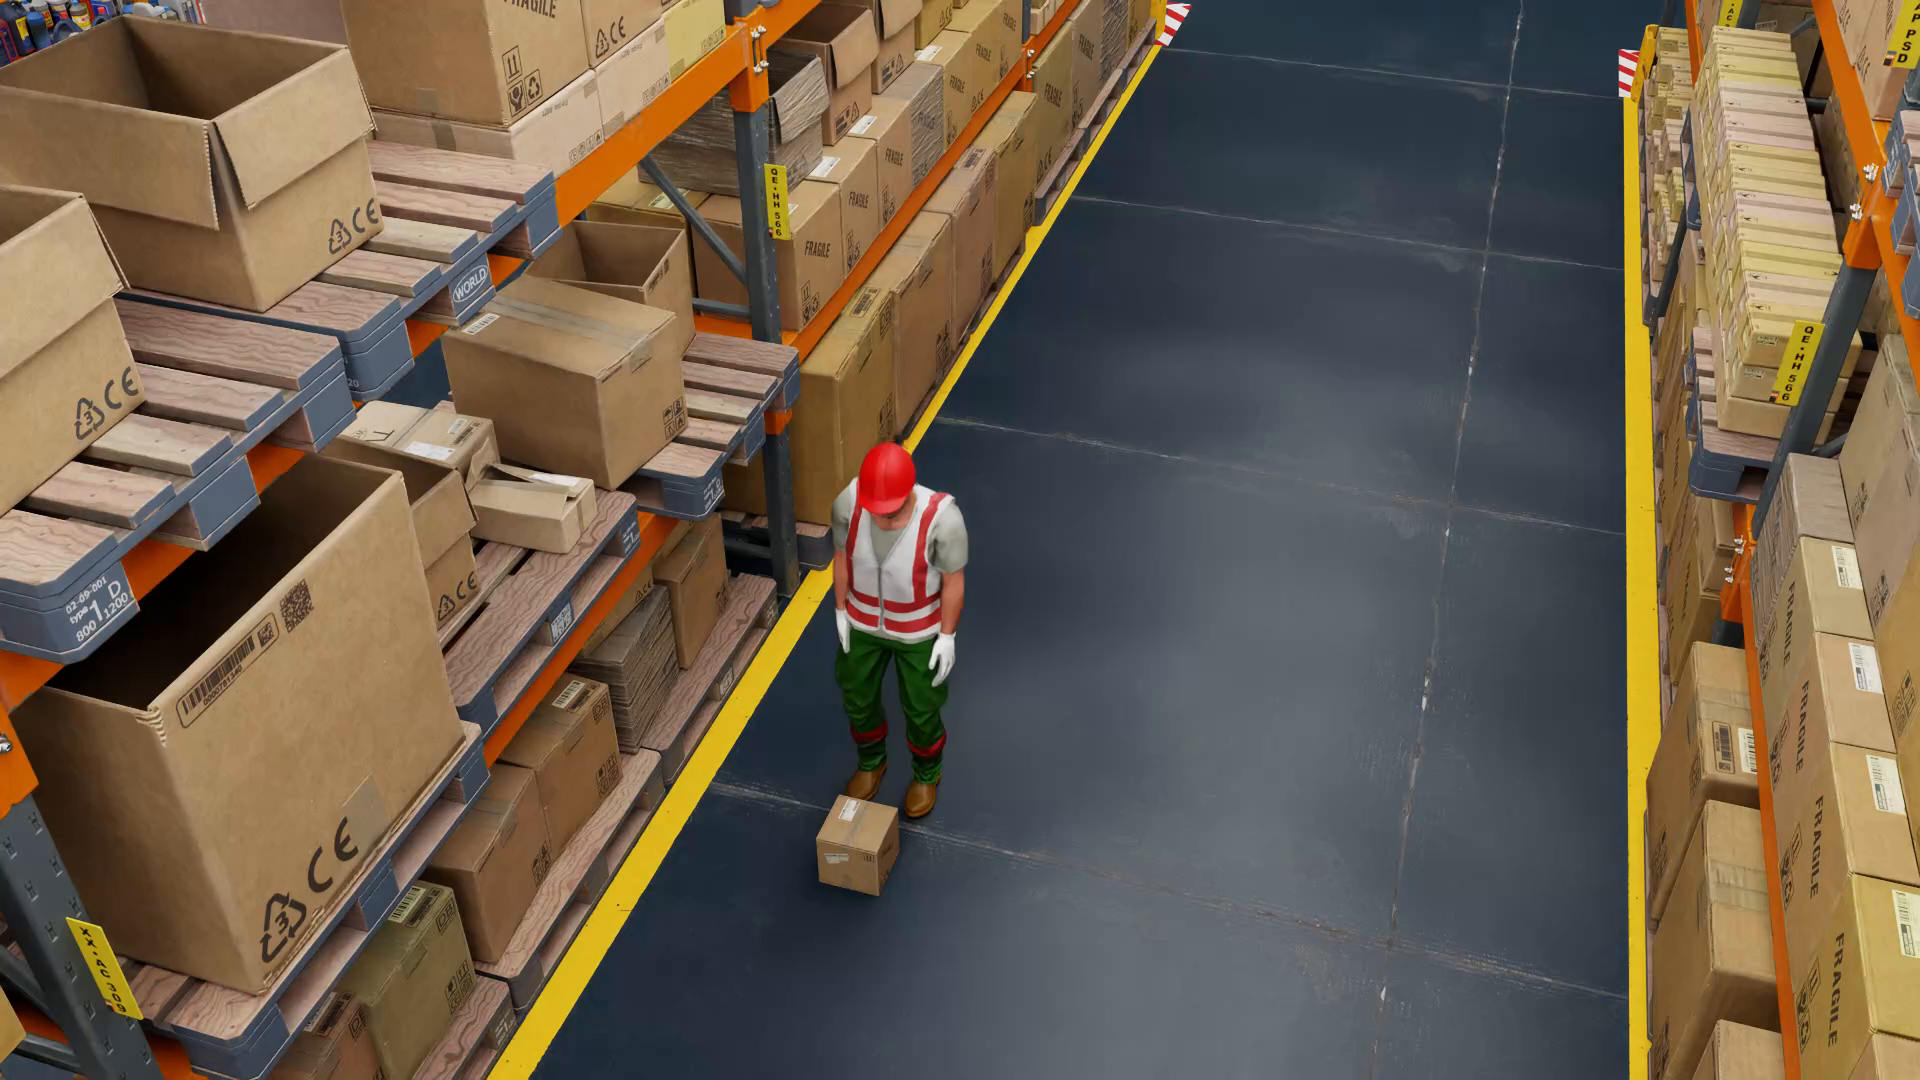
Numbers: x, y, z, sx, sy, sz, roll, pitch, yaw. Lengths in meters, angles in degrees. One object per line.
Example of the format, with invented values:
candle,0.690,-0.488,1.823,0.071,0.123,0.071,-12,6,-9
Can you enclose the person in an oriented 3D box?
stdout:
person,-0.243,0.347,6.435,0.536,1.758,0.414,11,38,15
